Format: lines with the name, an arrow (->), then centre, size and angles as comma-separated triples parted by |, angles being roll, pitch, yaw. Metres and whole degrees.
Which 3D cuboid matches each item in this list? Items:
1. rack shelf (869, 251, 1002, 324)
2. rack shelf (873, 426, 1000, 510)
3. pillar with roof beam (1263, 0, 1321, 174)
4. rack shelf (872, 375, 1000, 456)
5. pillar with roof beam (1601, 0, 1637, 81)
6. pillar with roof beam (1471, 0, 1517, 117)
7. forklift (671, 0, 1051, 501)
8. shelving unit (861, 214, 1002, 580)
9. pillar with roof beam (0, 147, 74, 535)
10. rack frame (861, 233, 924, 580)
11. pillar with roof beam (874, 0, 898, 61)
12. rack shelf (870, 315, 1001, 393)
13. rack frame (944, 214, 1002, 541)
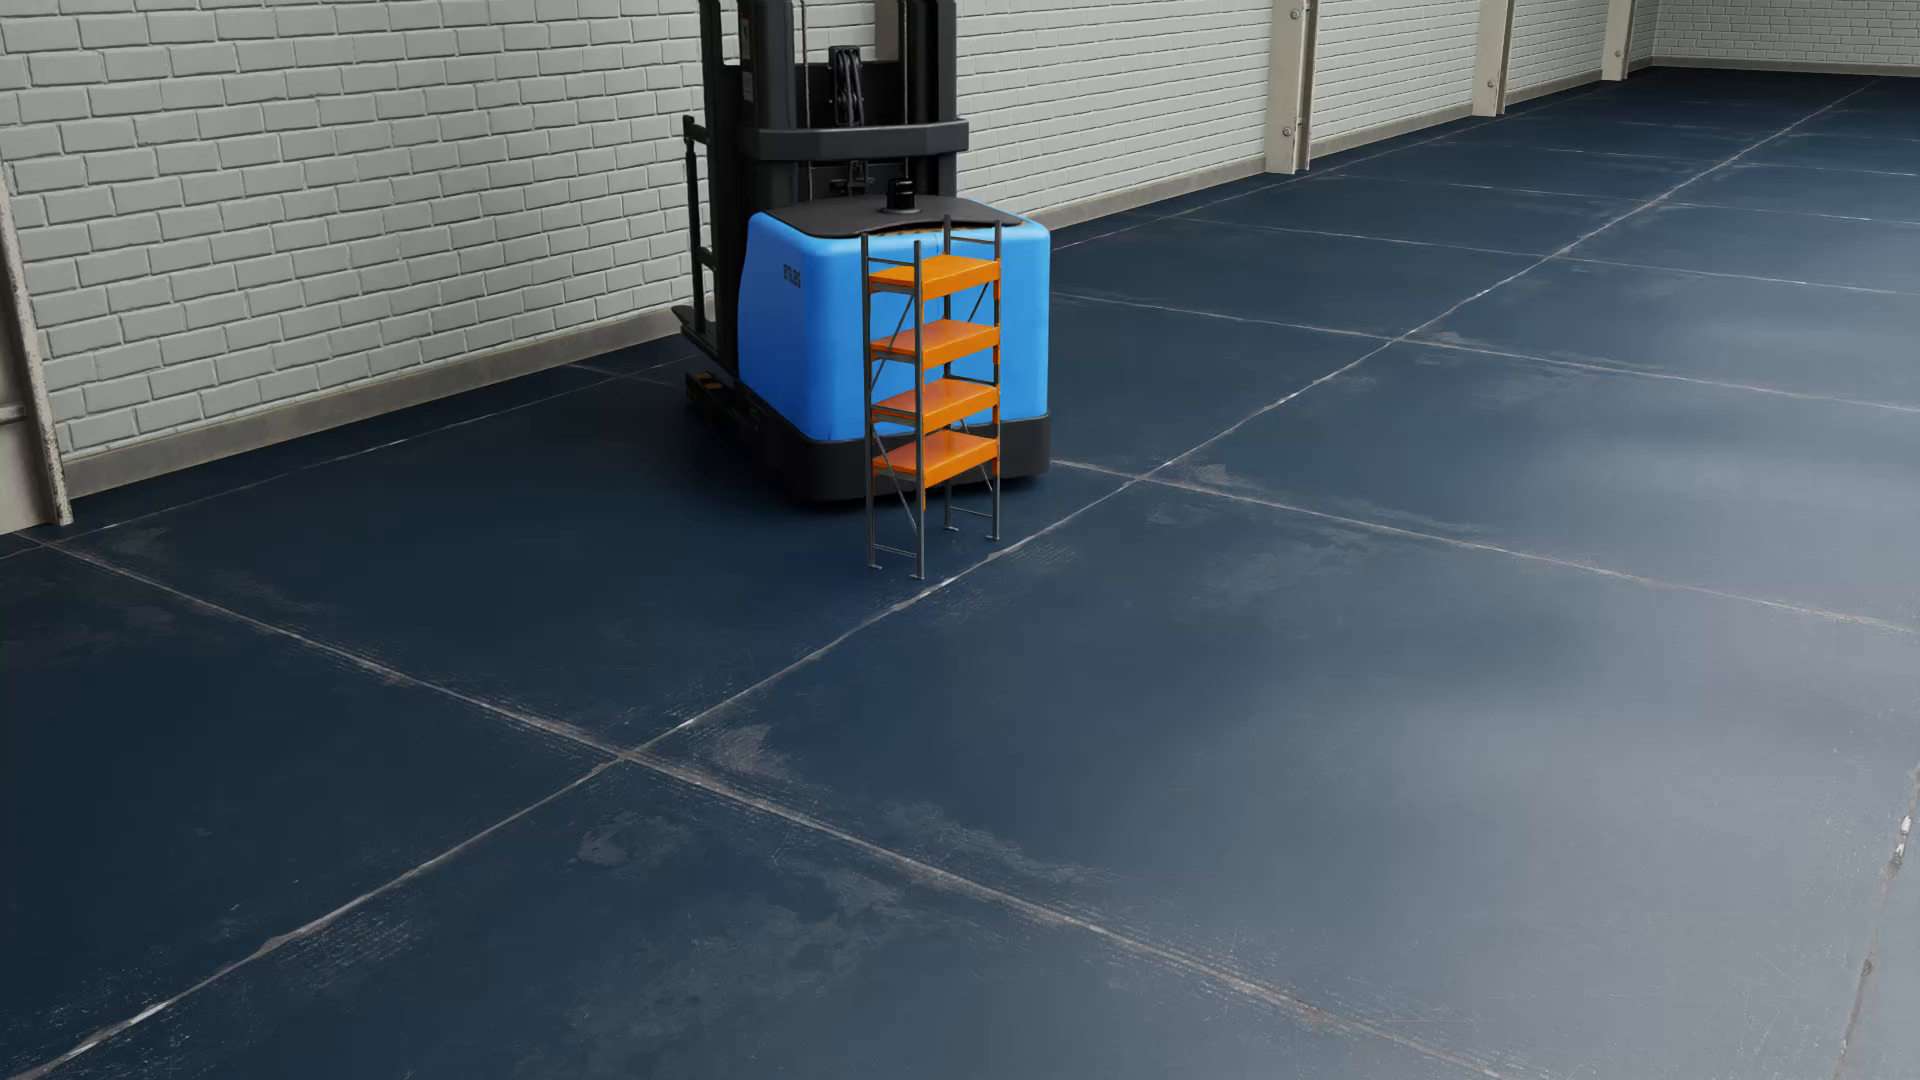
rack shelf -> -0.093, -0.884, 5.792 | 0.258, 0.148, 0.480 | 13, 24, 32
rack shelf -> -0.093, -0.266, 6.021 | 0.258, 0.148, 0.480 | 13, 24, 32
pillar with roof beam -> 6.631, -6.867, 11.859 | 9.100, 9.000, 0.400 | 13, 24, 32
rack shelf -> -0.093, -0.452, 5.952 | 0.258, 0.148, 0.480 | 13, 24, 32
pillar with roof beam -> 13.377, -10.310, 21.167 | 9.100, 9.000, 0.400 | 13, 24, 32
pillar with roof beam -> 10.004, -8.589, 16.513 | 9.100, 9.000, 0.400 | 13, 24, 32
forklift -> -0.670, -2.000, 7.447 | 1.130, 2.935, 3.031 | -8, 22, -21
shelving unit -> -0.093, -0.515, 5.928 | 0.258, 1.200, 0.503 | 13, 24, 32
pillar with roof beam -> -0.114, -3.424, 2.551 | 9.100, 9.000, 0.400 | 13, 24, 32
rack frame -> -0.230, -0.445, 5.739 | 0.240, 1.200, 0.015 | 13, 24, 32
pillar with roof beam -> 3.258, -5.146, 7.205 | 9.100, 9.000, 0.400 | 13, 24, 32
rack shelf -> -0.093, -0.662, 5.874 | 0.258, 0.148, 0.480 | 13, 24, 32
rack frame -> 0.044, -0.585, 6.118 | 0.240, 1.200, 0.015 | 13, 24, 32
